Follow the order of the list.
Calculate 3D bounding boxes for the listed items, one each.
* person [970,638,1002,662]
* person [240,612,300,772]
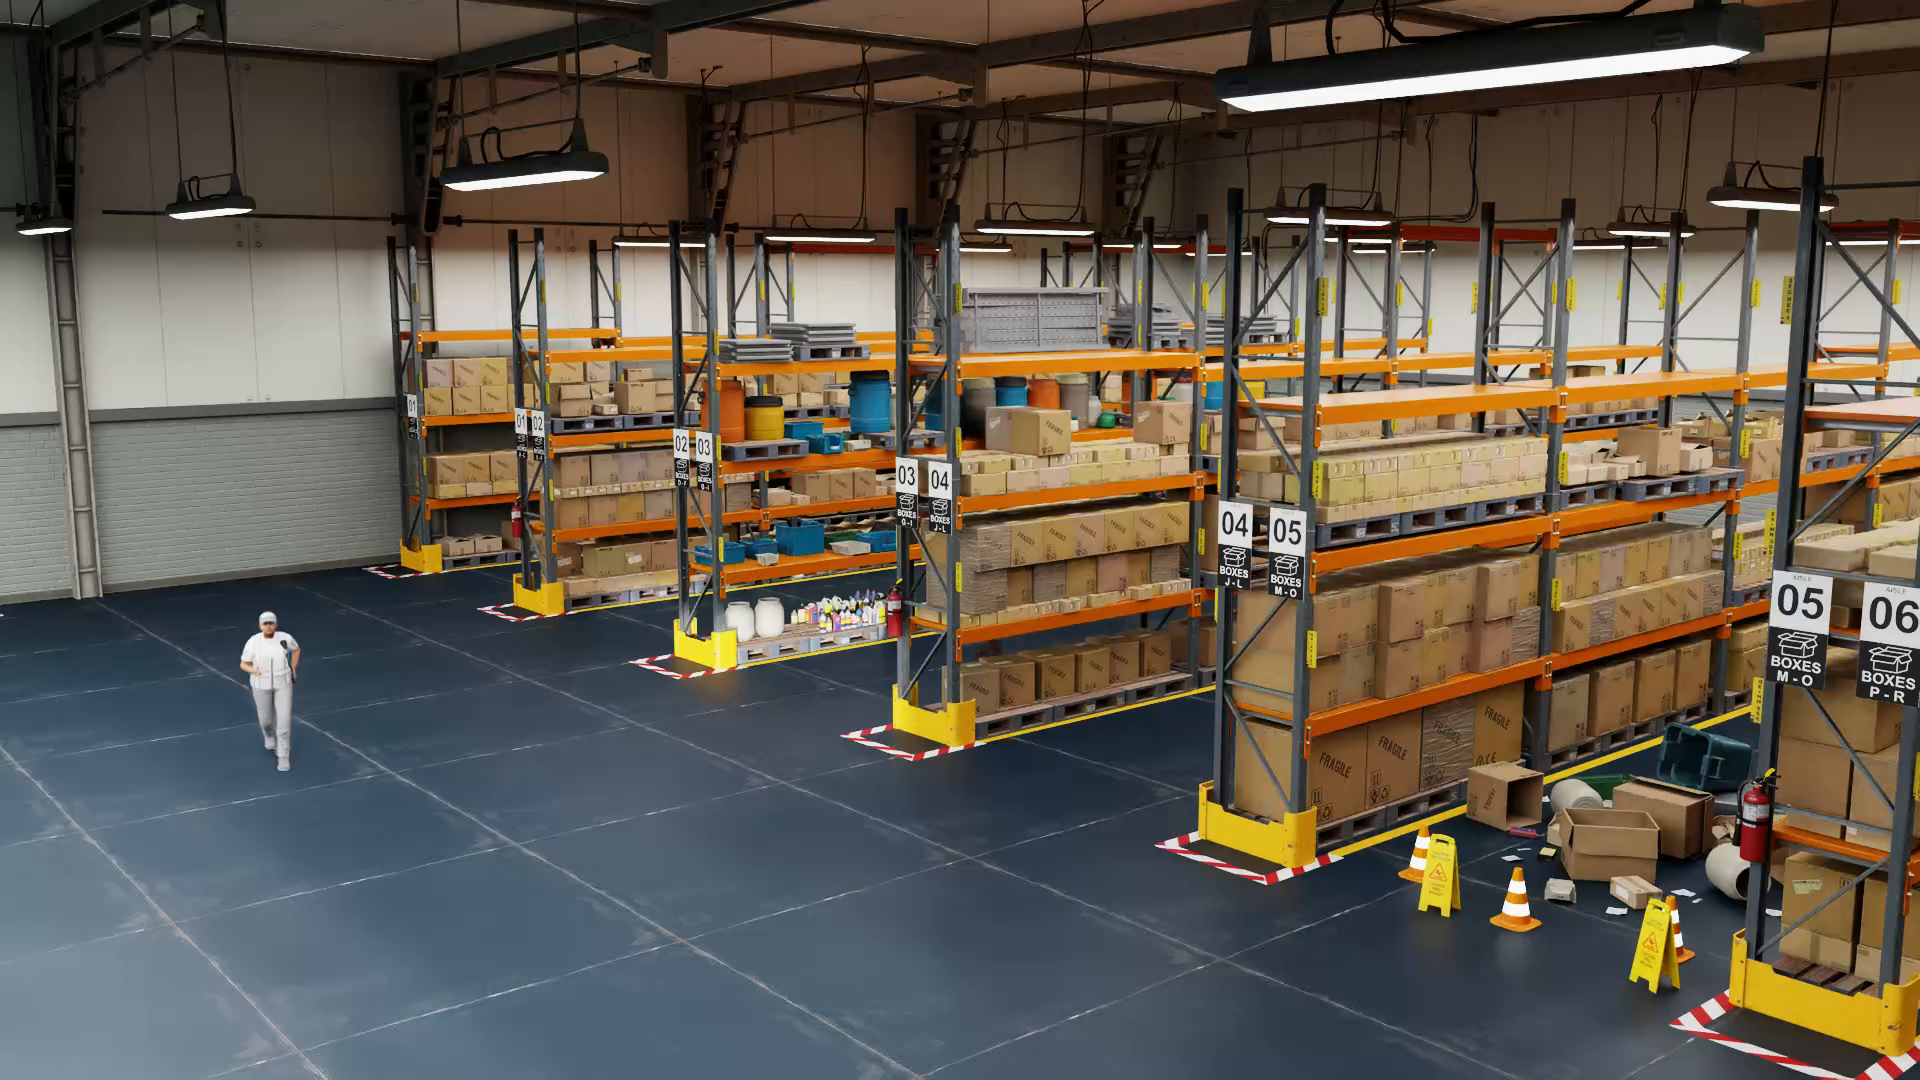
[{"bbox_3d":[0.265,0.805,21.248,0.582,1.730,0.726,7,11,39],"label":"person"},{"bbox_3d":[-7.431,1.591,17.978,0.609,1.667,0.921,-4,10,-23],"label":"person"}]
